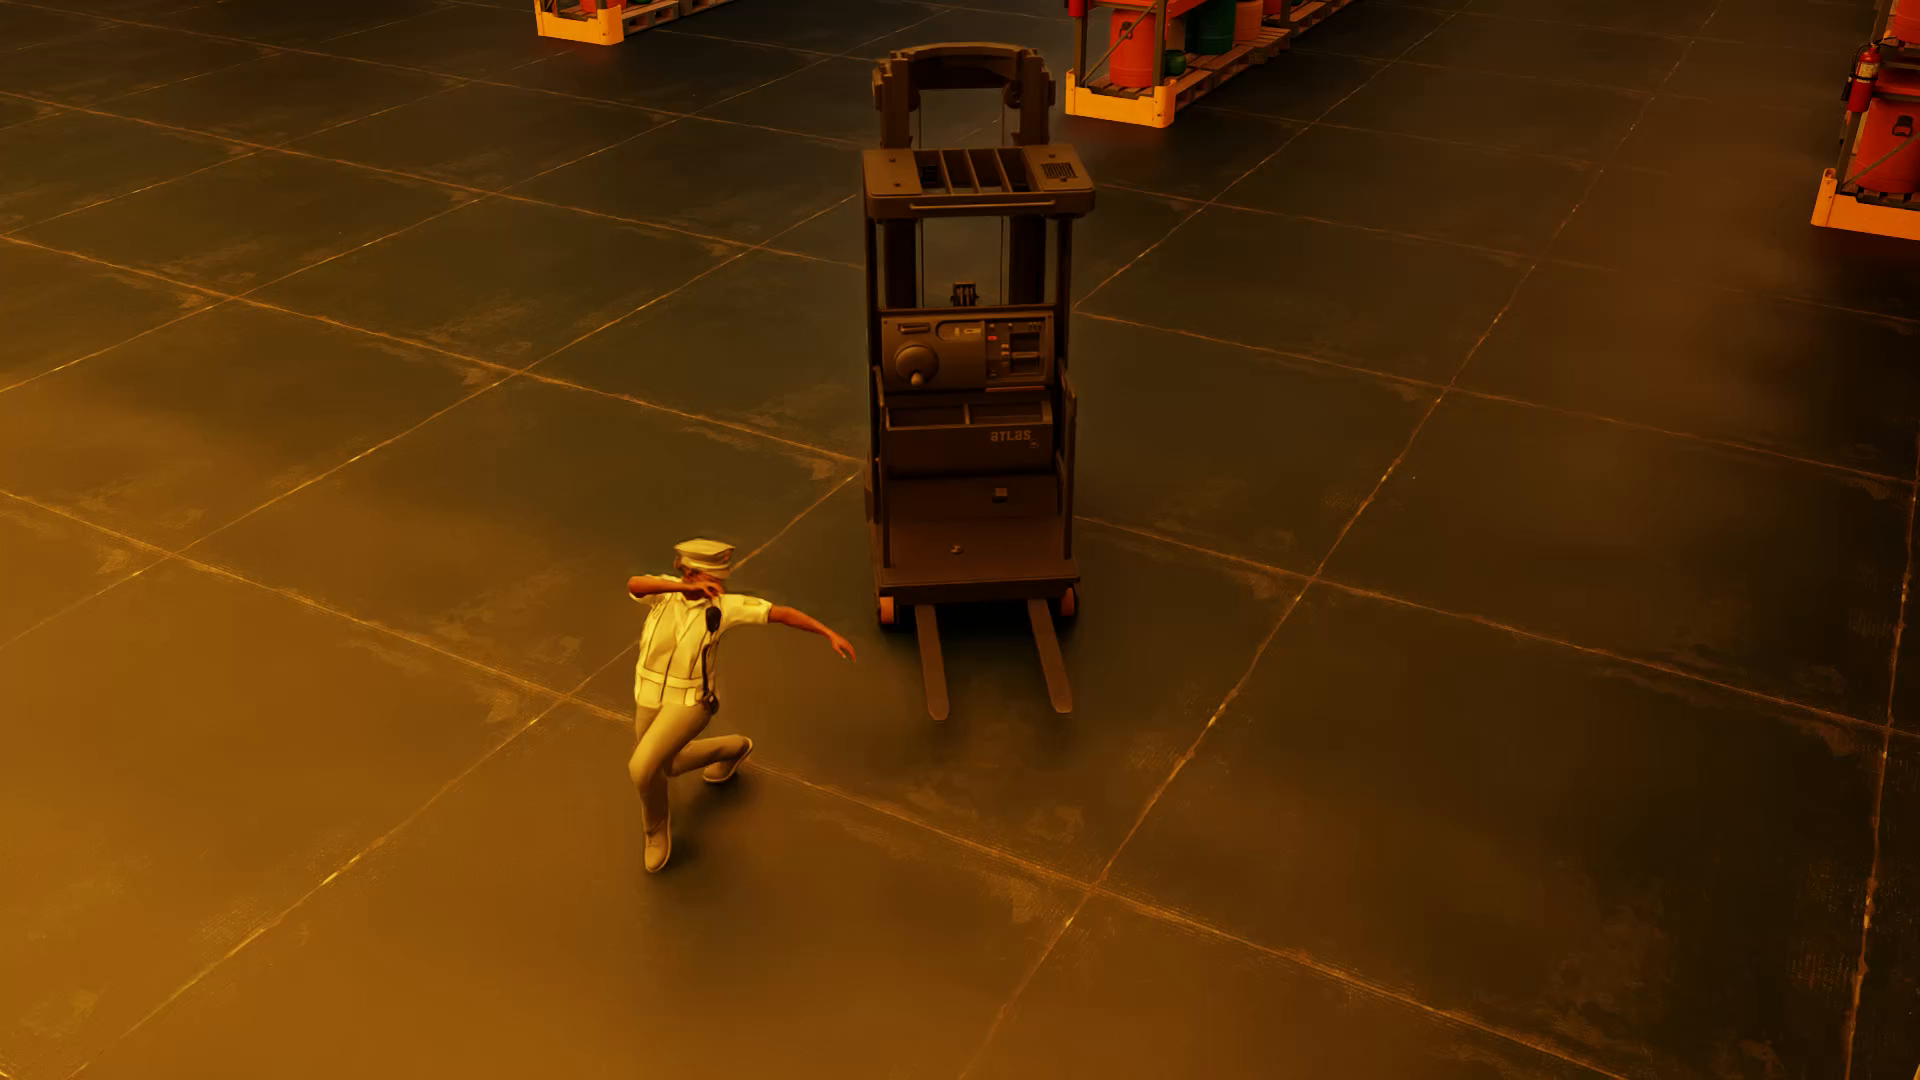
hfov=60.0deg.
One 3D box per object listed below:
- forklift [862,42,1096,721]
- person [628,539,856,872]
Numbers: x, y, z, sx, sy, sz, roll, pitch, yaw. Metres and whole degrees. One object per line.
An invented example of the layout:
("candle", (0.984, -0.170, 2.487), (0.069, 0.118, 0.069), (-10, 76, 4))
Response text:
("forklift", (0.067, -0.973, 8.756), (1.130, 2.935, 3.031), (-3, 30, -5))
("person", (-1.028, 0.730, 7.368), (0.964, 1.389, 0.885), (11, 32, 19))
